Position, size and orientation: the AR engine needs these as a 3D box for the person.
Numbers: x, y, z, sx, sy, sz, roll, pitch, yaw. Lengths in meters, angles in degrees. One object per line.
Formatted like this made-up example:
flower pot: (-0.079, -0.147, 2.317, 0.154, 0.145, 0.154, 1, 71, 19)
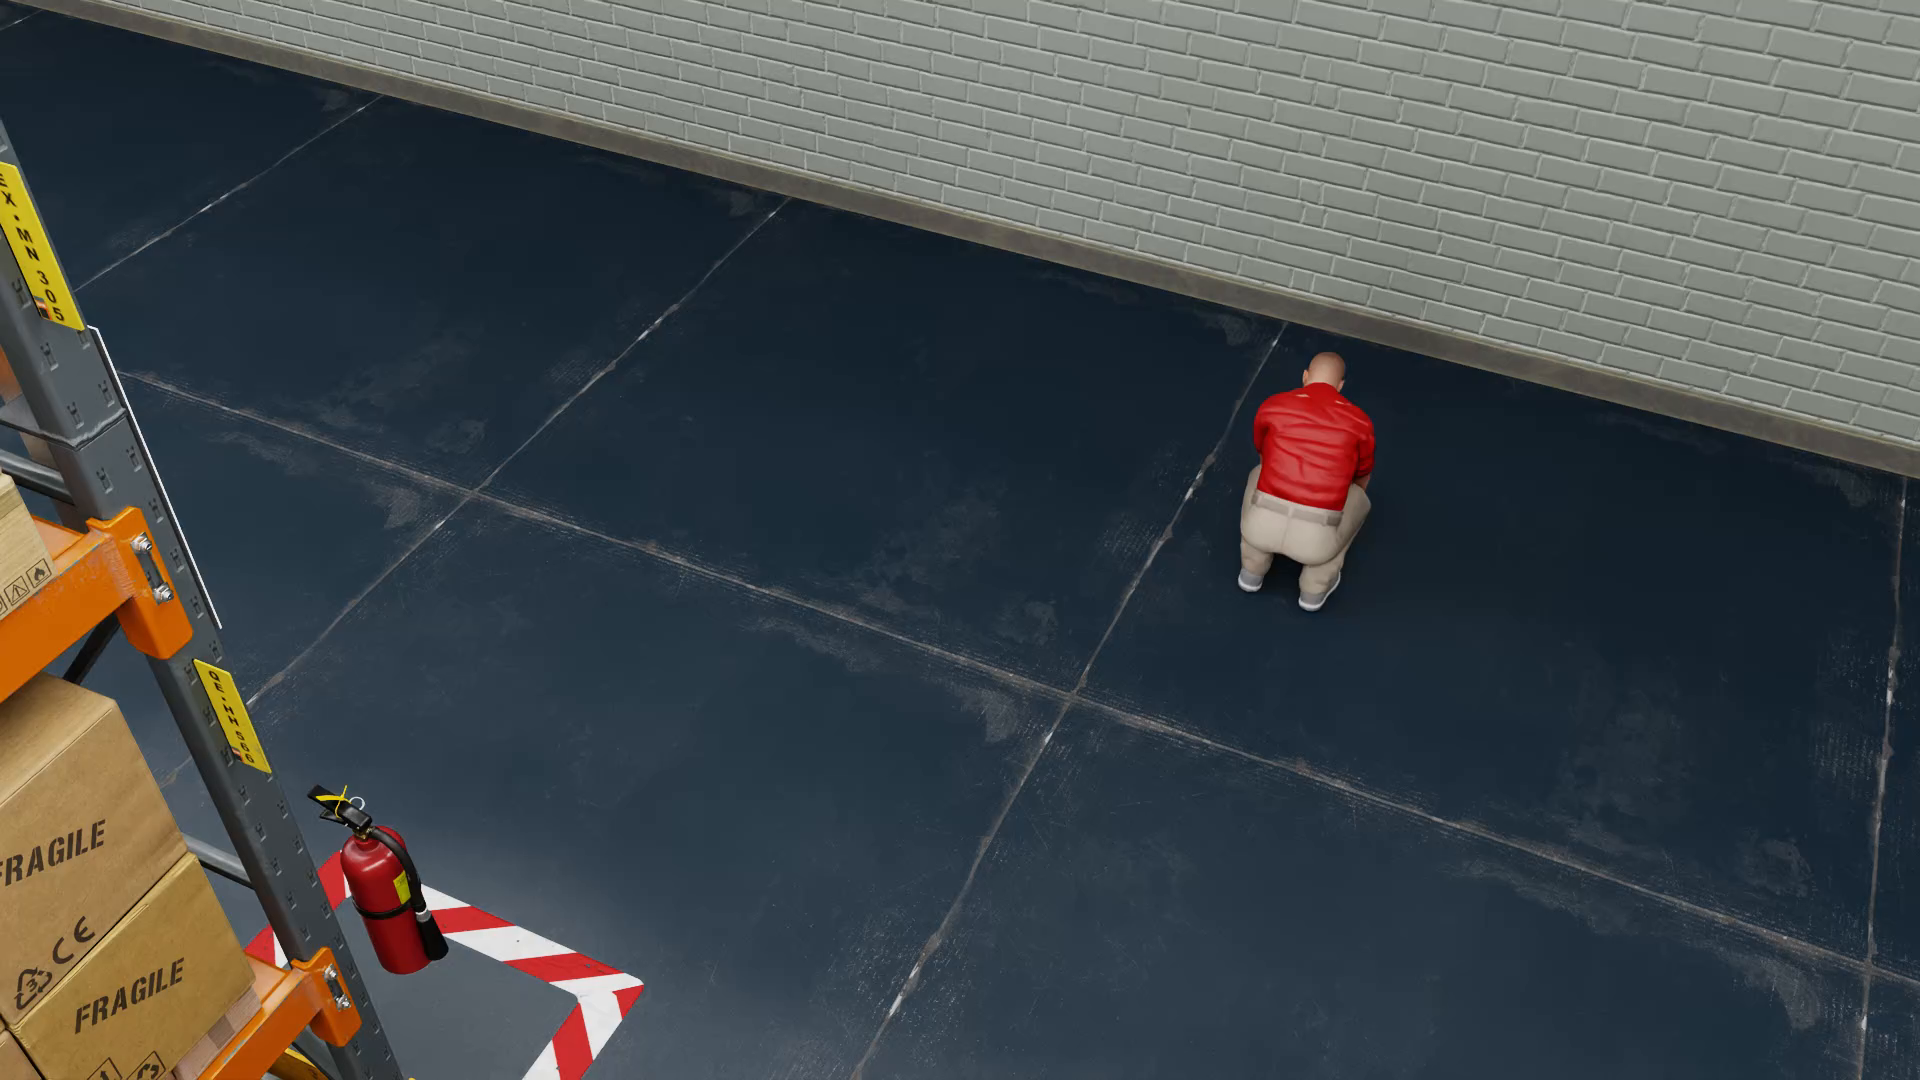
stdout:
person: (1.492, -0.206, 7.146, 0.535, 0.781, 0.954, 16, 44, 17)
